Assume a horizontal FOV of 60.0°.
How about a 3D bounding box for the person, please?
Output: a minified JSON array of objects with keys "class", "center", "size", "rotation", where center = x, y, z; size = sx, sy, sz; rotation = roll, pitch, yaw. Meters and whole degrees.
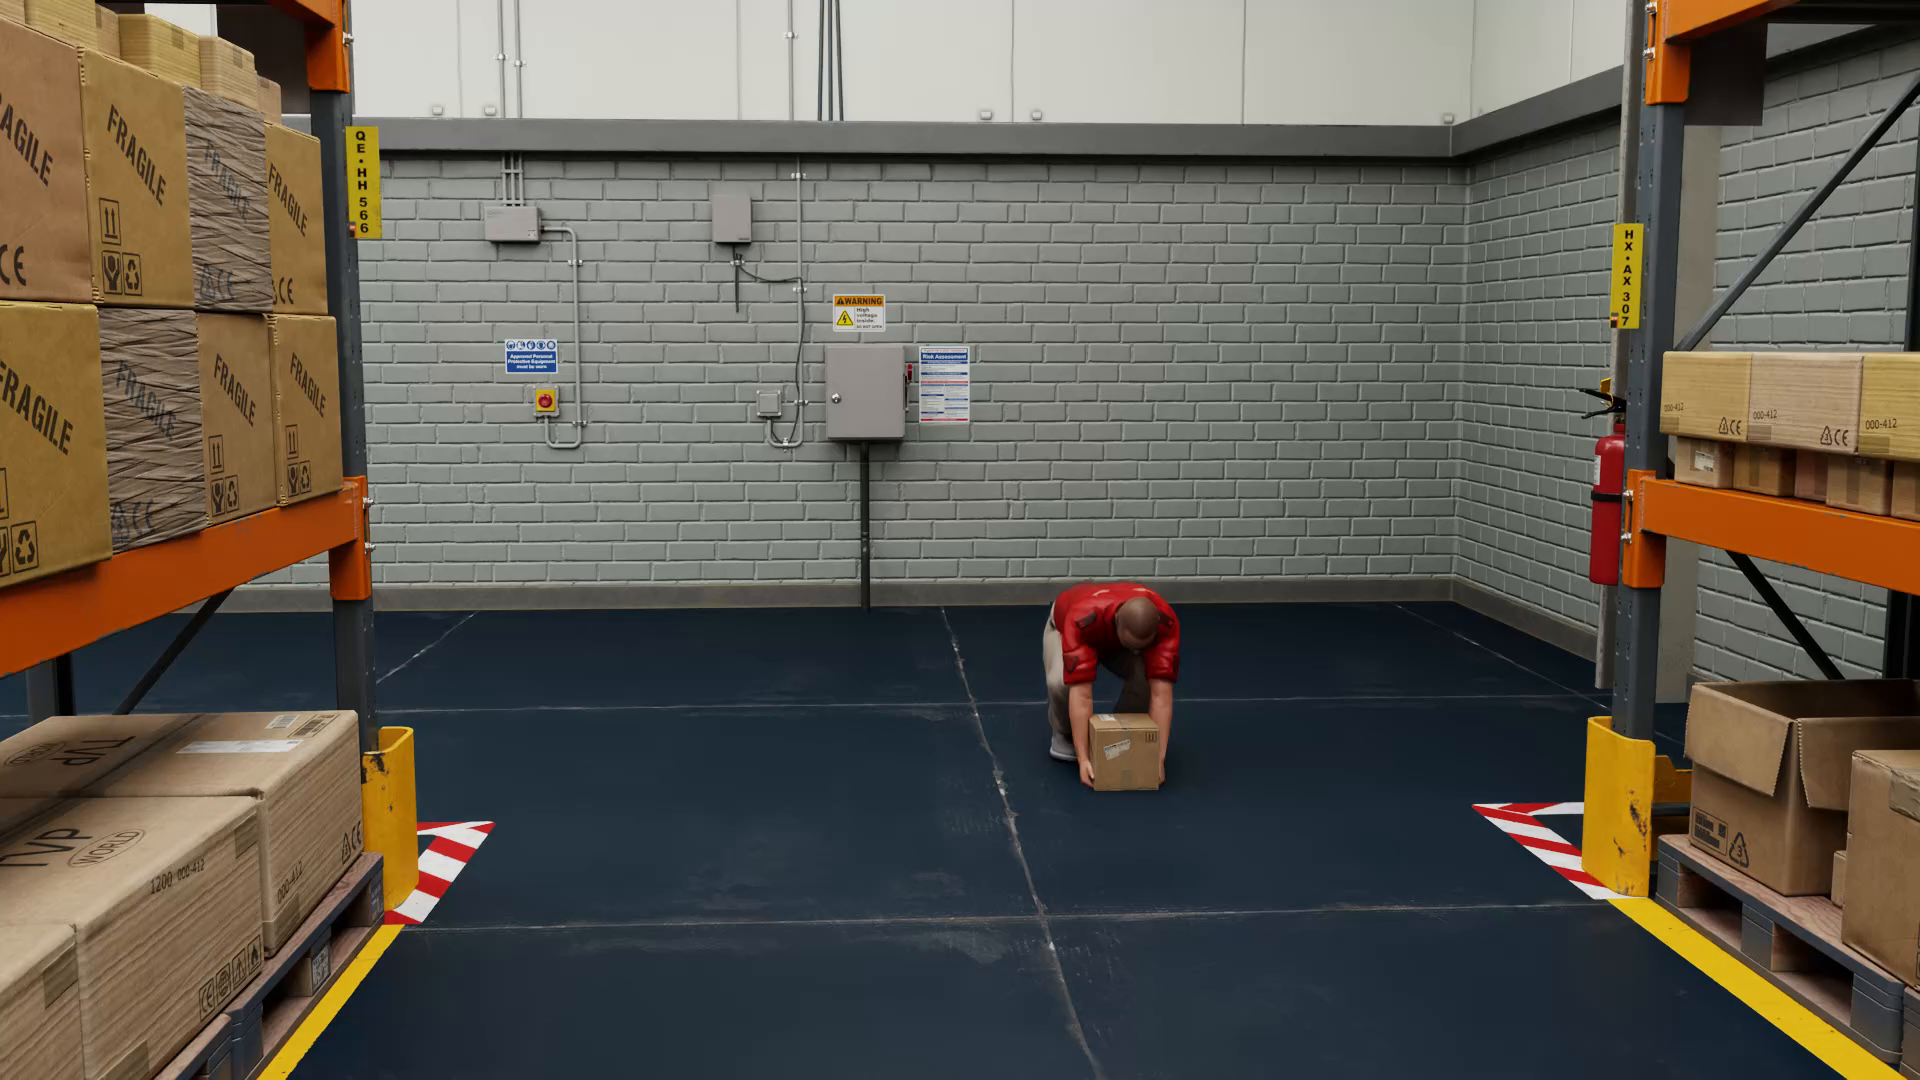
[{"class":"person","center":[0.608,0.554,6.825],"size":[0.523,0.786,0.935],"rotation":[-1,7,-5]}]
